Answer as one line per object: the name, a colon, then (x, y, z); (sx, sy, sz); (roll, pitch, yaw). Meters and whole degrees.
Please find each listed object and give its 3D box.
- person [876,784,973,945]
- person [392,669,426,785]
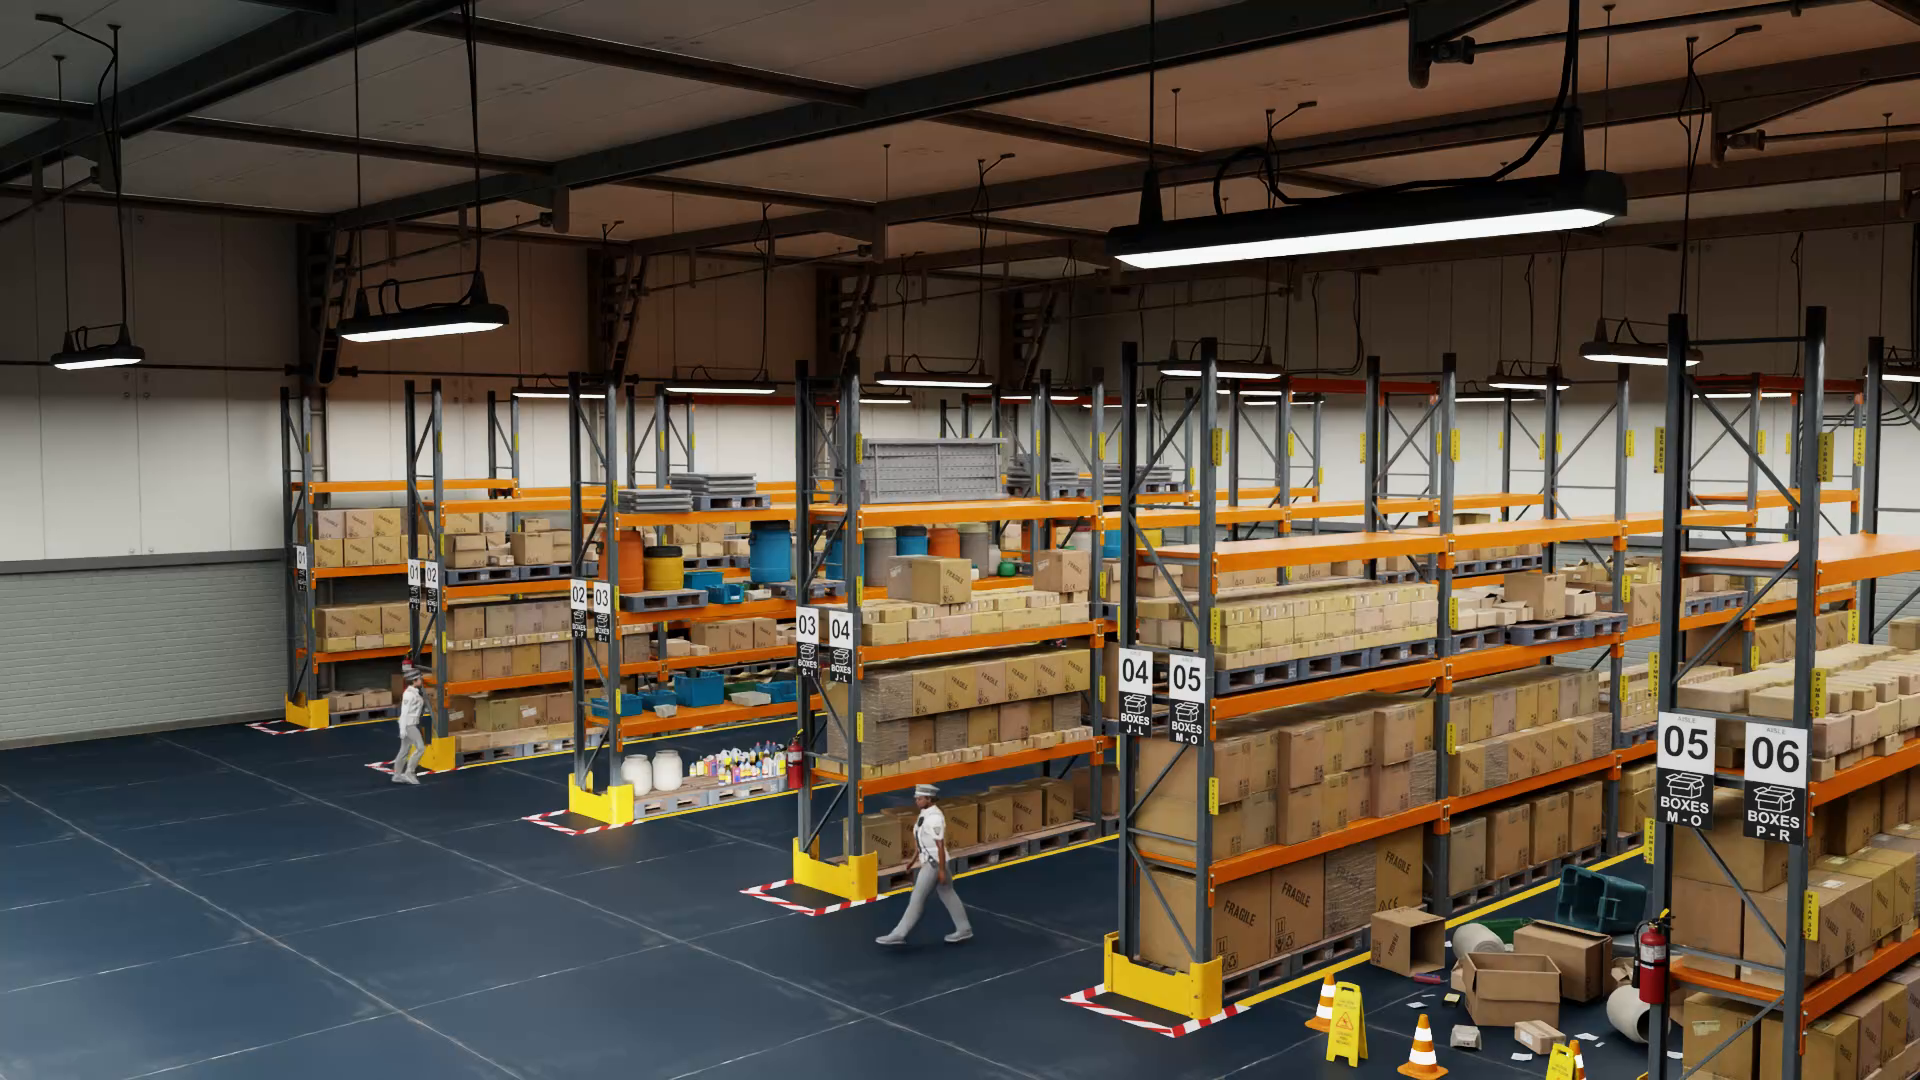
person: (-0.356, 3.259, 16.755); (0.987, 1.622, 0.475); (0, 4, -3)
person: (-8.140, 2.758, 24.554); (0.511, 1.678, 0.522); (-1, 4, -9)
